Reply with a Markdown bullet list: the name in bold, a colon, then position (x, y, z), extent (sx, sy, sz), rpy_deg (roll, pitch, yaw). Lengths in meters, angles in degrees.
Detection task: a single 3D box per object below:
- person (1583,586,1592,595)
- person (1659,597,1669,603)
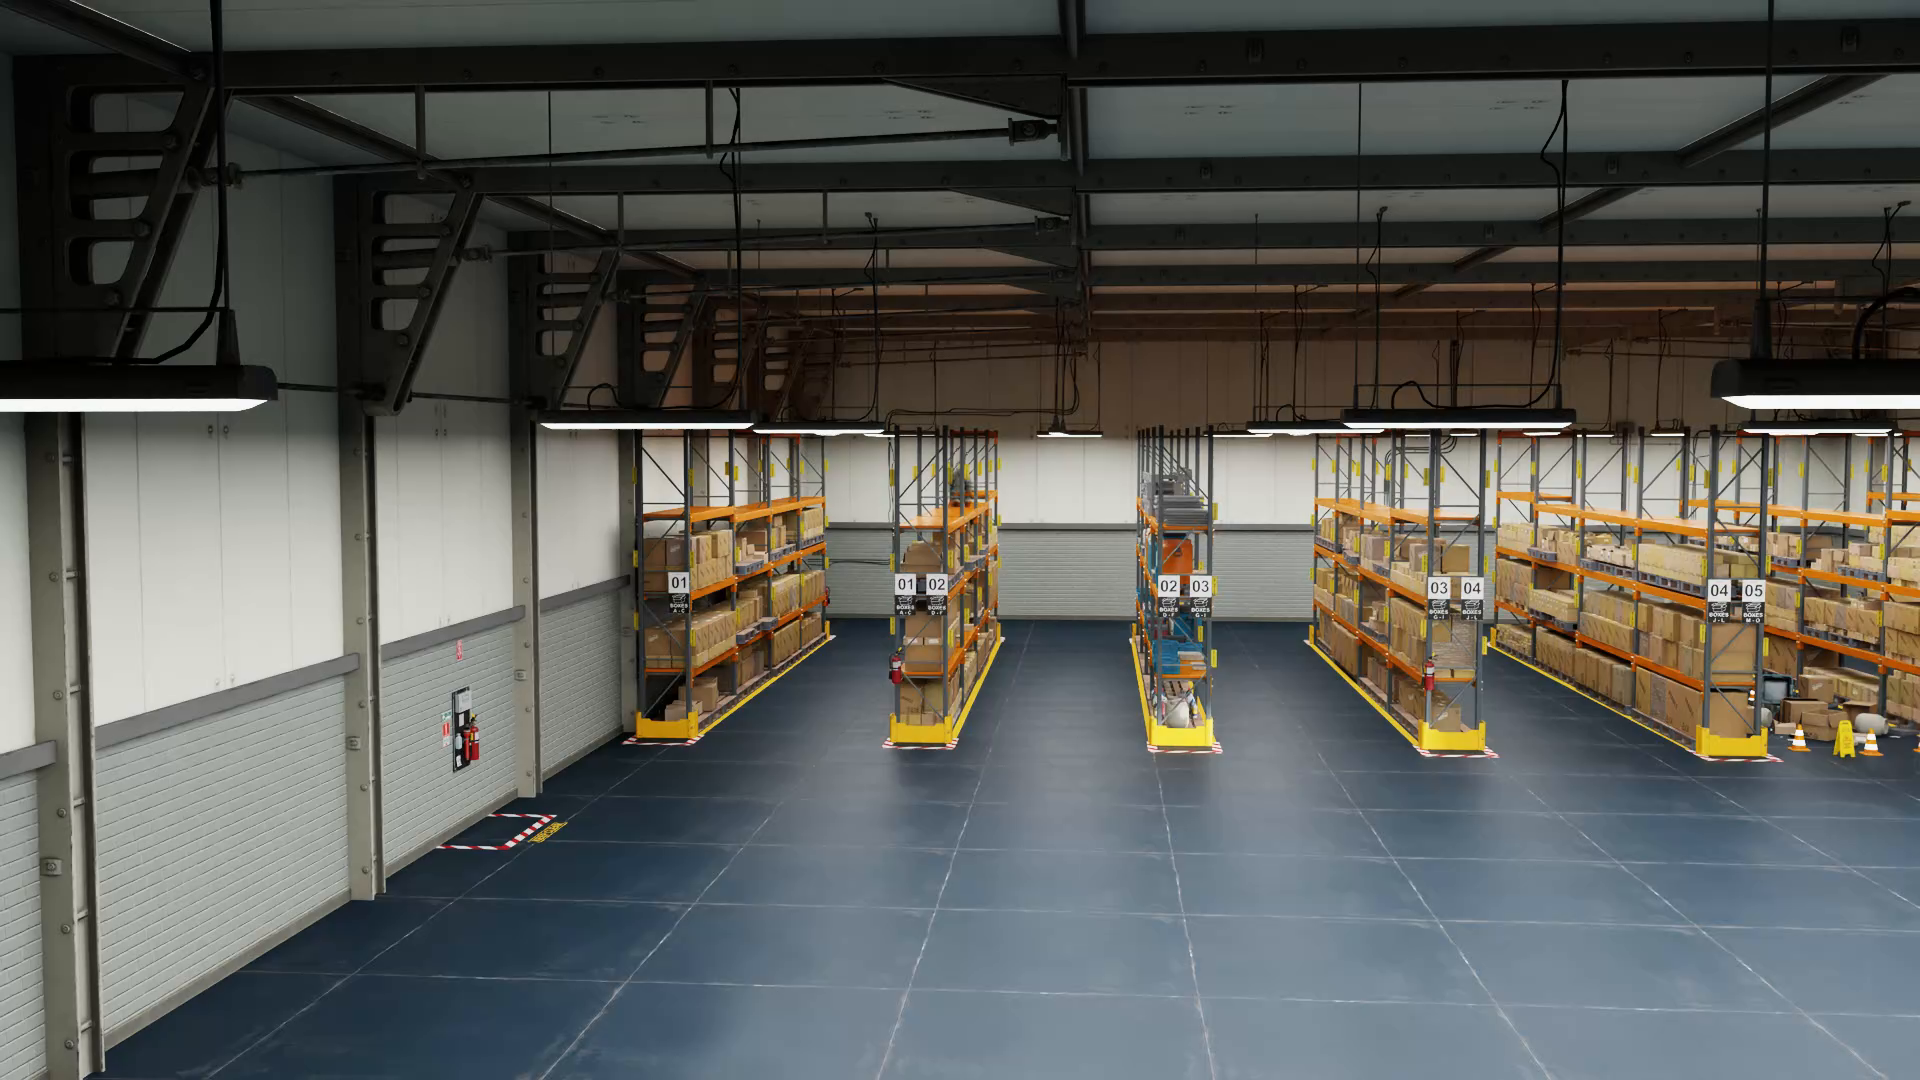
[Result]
- **person**: position (16.911, 2.140, 44.766), extent (0.694, 1.820, 0.953), rpy_deg (-1, 3, -10)
- **person**: position (19.901, 2.133, 47.031), extent (0.543, 1.522, 0.502), rpy_deg (0, 3, 6)
